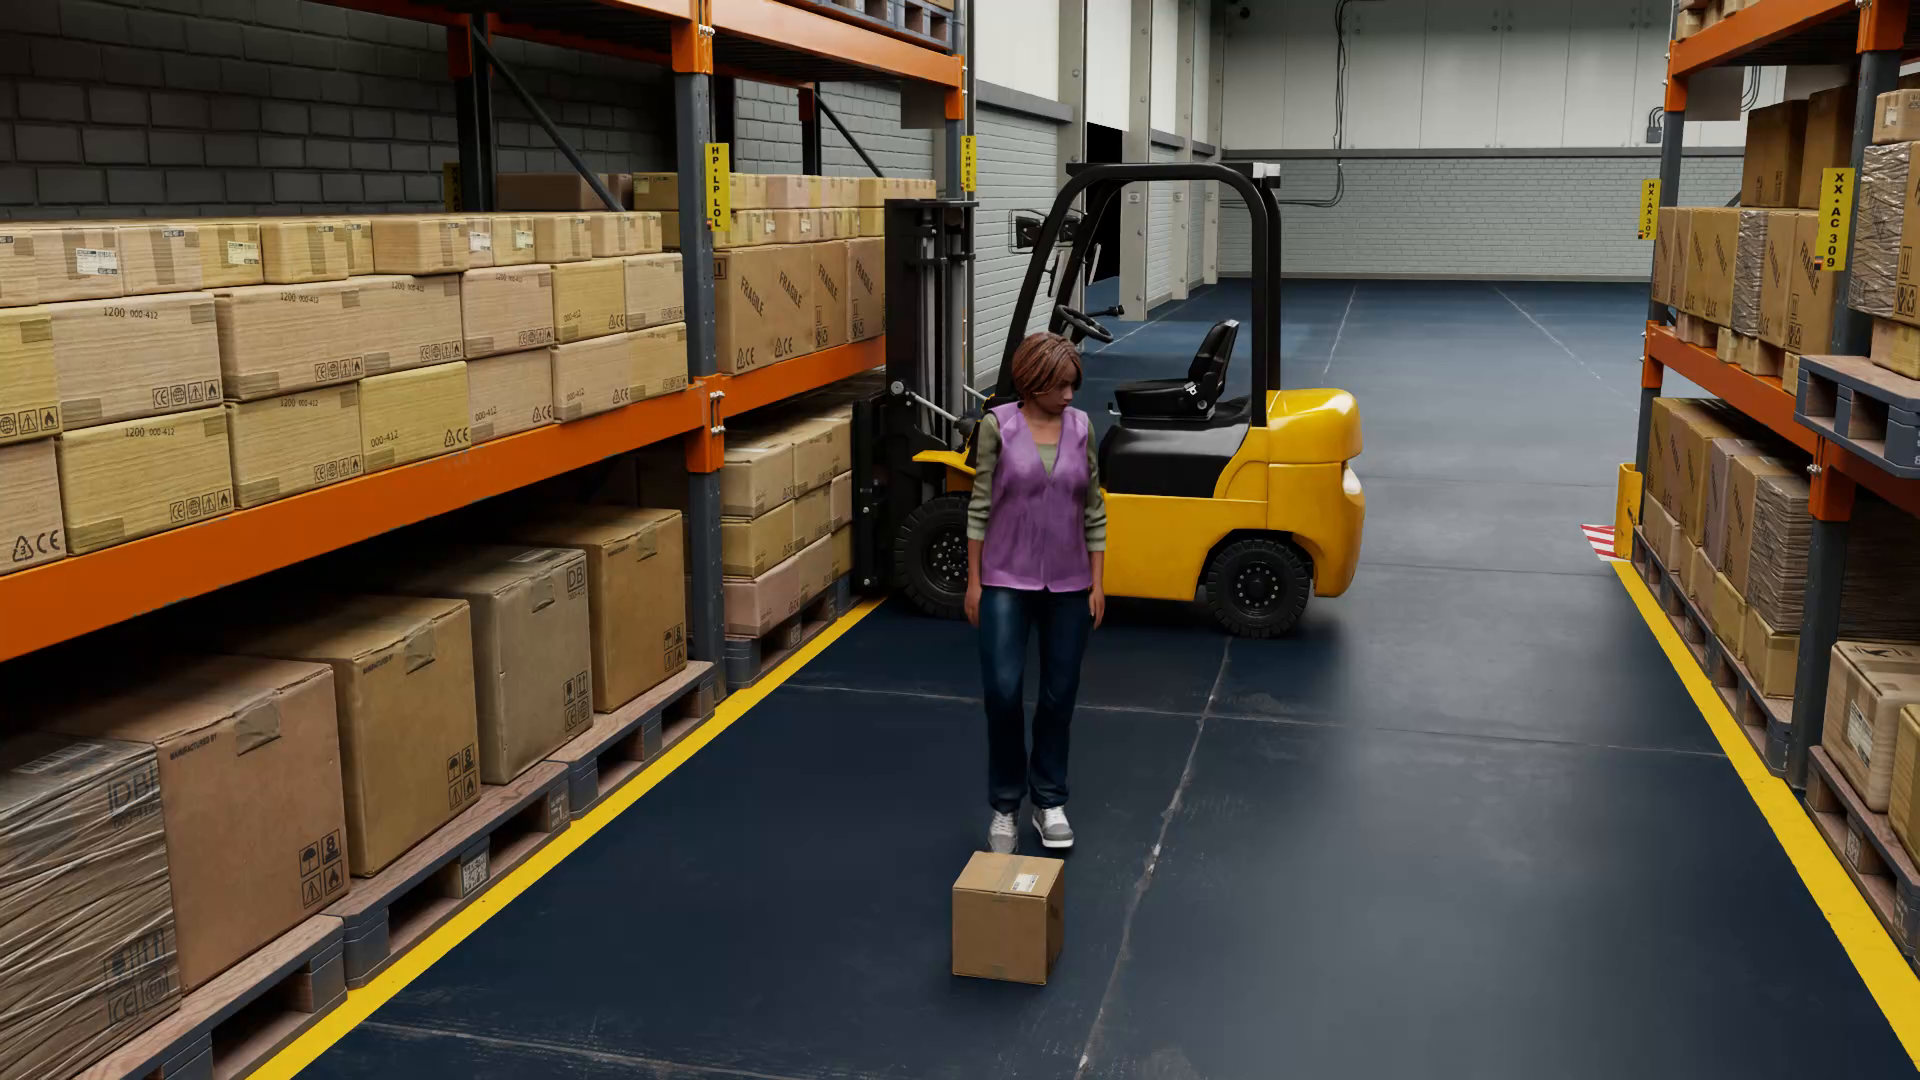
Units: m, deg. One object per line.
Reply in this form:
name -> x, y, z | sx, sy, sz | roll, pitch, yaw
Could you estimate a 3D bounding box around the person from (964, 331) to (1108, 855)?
person -> 0.251, 0.194, 5.088 | 0.440, 1.629, 0.364 | -3, 12, -12
